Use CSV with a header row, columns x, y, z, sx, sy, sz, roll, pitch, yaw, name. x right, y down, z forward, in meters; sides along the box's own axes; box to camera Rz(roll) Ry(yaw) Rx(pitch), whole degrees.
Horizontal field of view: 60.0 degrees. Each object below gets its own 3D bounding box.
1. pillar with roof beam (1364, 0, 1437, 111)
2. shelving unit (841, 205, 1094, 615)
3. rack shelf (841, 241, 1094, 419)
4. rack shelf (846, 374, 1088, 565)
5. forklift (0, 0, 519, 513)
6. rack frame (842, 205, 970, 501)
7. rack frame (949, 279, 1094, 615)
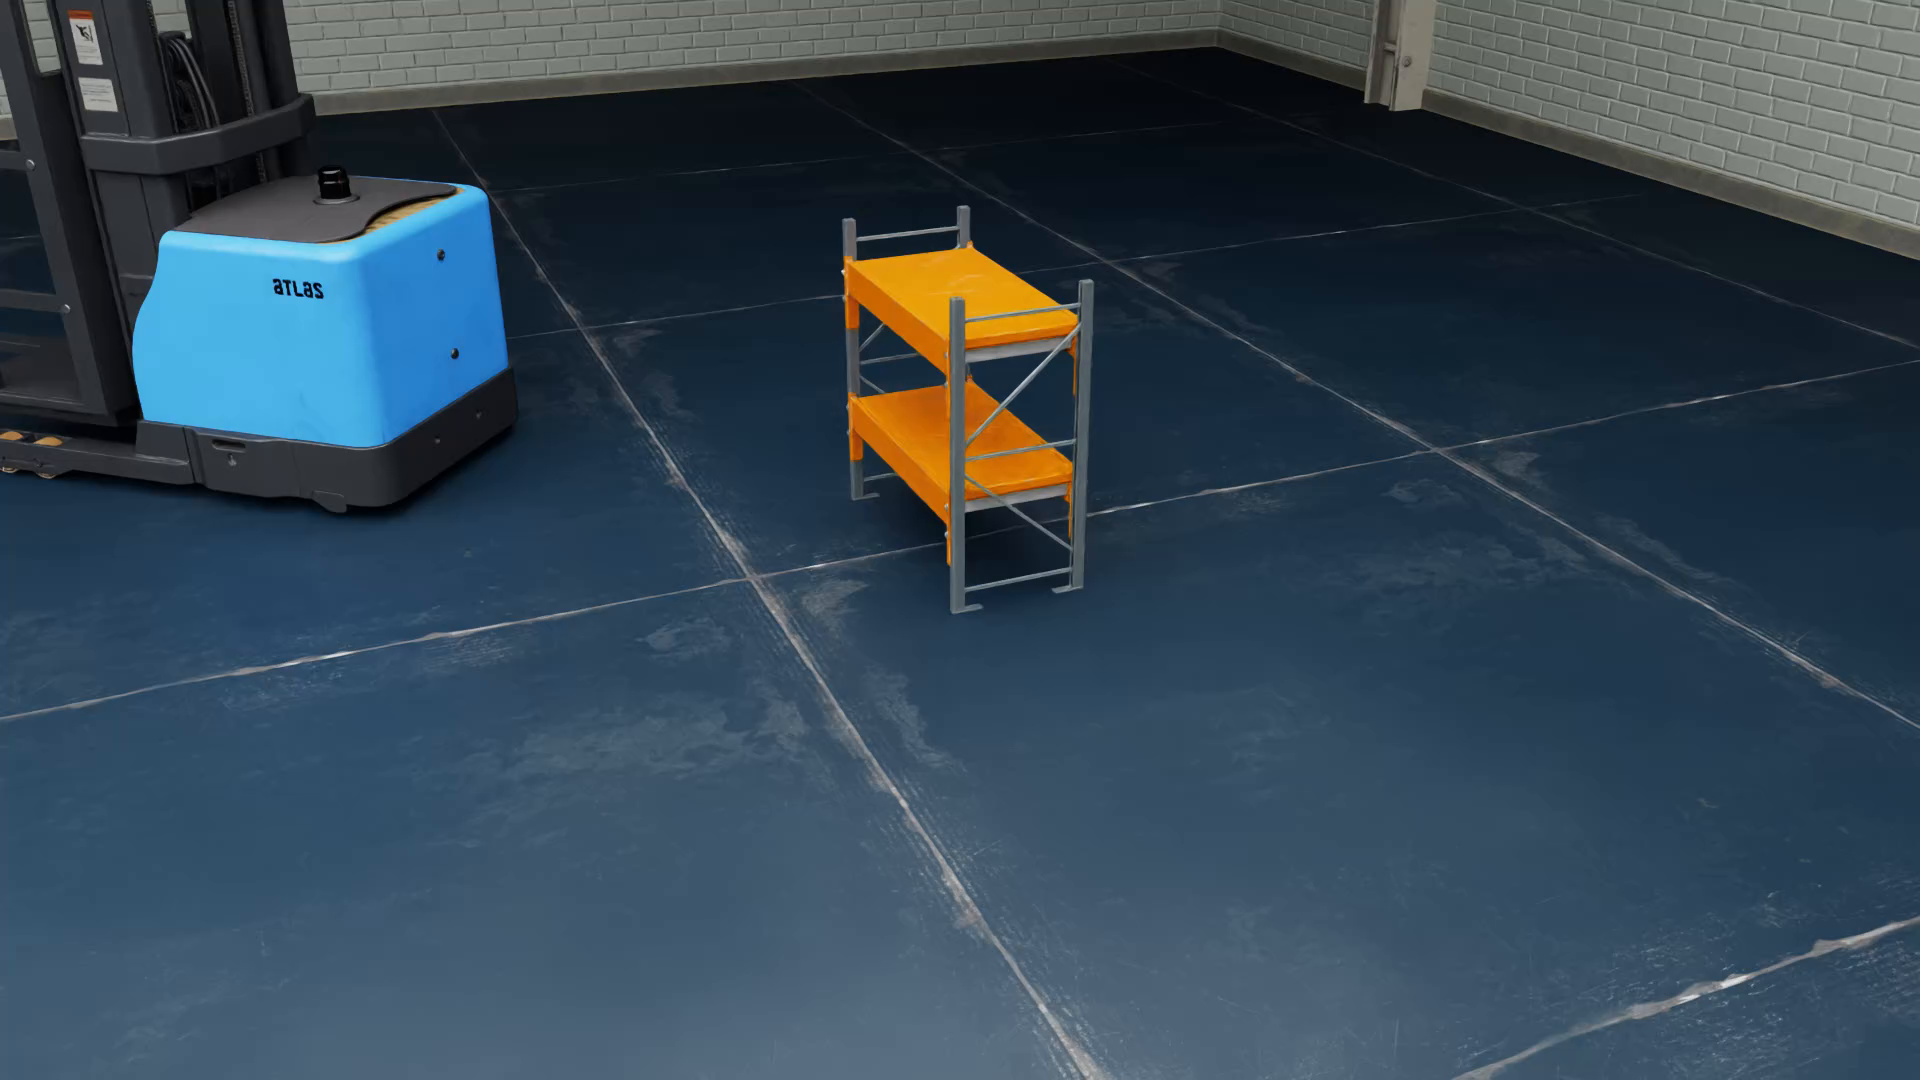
x,y,z,sx,sy,sz,roll,pitch,yaw,name
-0.453,-6.823,9.968,9.100,9.000,0.400,-11,28,-21,pillar with roof beam
0.003,-0.503,5.998,0.538,1.125,1.048,-11,28,-21,shelving unit
0.003,-0.766,5.869,0.538,0.278,1.000,-11,28,-21,rack shelf
0.003,-0.283,6.105,0.538,0.278,1.000,-11,28,-21,rack shelf
-3.475,-1.779,6.553,3.031,2.935,1.130,8,27,15,forklift
-0.196,-0.708,6.418,0.500,1.125,0.032,-11,28,-21,rack frame
0.202,-0.298,5.577,0.500,1.125,0.032,-11,28,-21,rack frame
